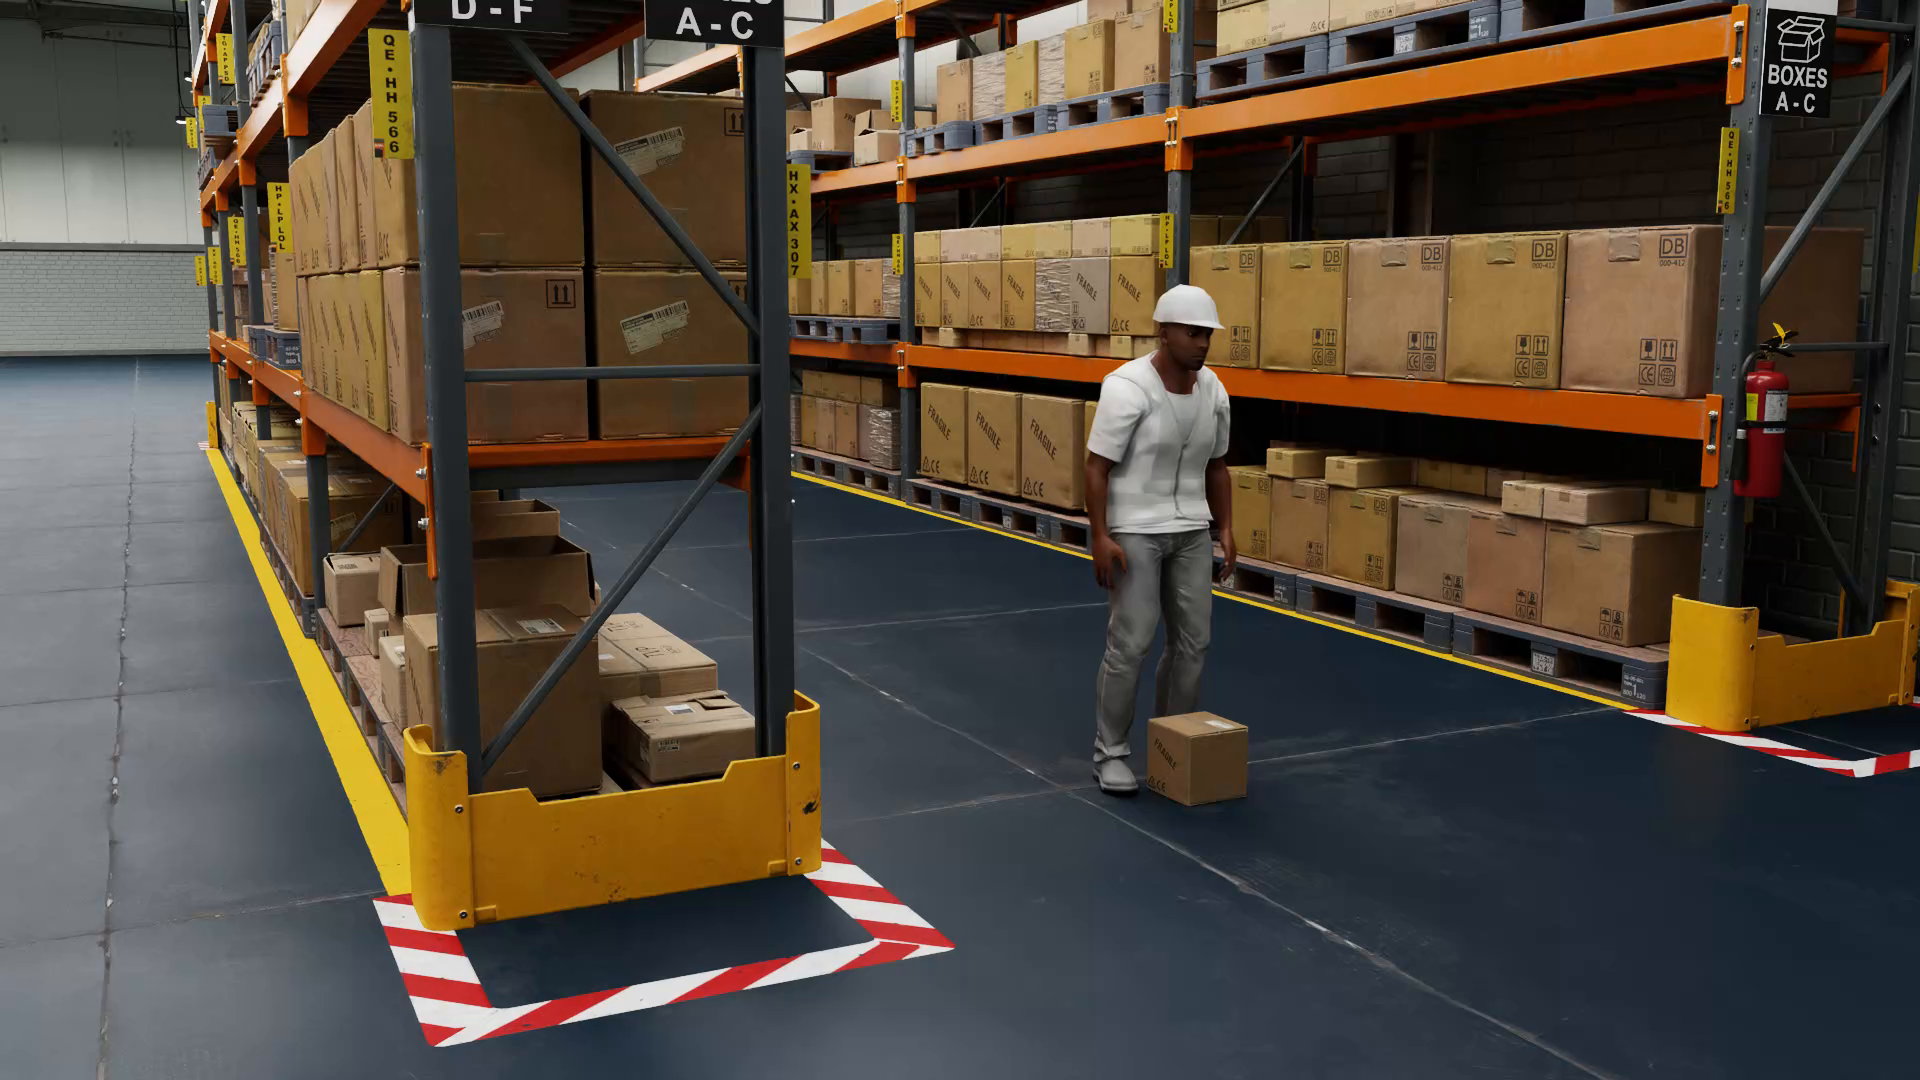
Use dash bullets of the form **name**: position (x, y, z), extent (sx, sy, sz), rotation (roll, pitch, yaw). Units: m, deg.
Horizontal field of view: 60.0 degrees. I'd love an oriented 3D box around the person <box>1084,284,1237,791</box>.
- **person**: position (0.724, -0.015, 5.884), extent (0.633, 1.759, 0.462), rotation (-5, 10, -29)
